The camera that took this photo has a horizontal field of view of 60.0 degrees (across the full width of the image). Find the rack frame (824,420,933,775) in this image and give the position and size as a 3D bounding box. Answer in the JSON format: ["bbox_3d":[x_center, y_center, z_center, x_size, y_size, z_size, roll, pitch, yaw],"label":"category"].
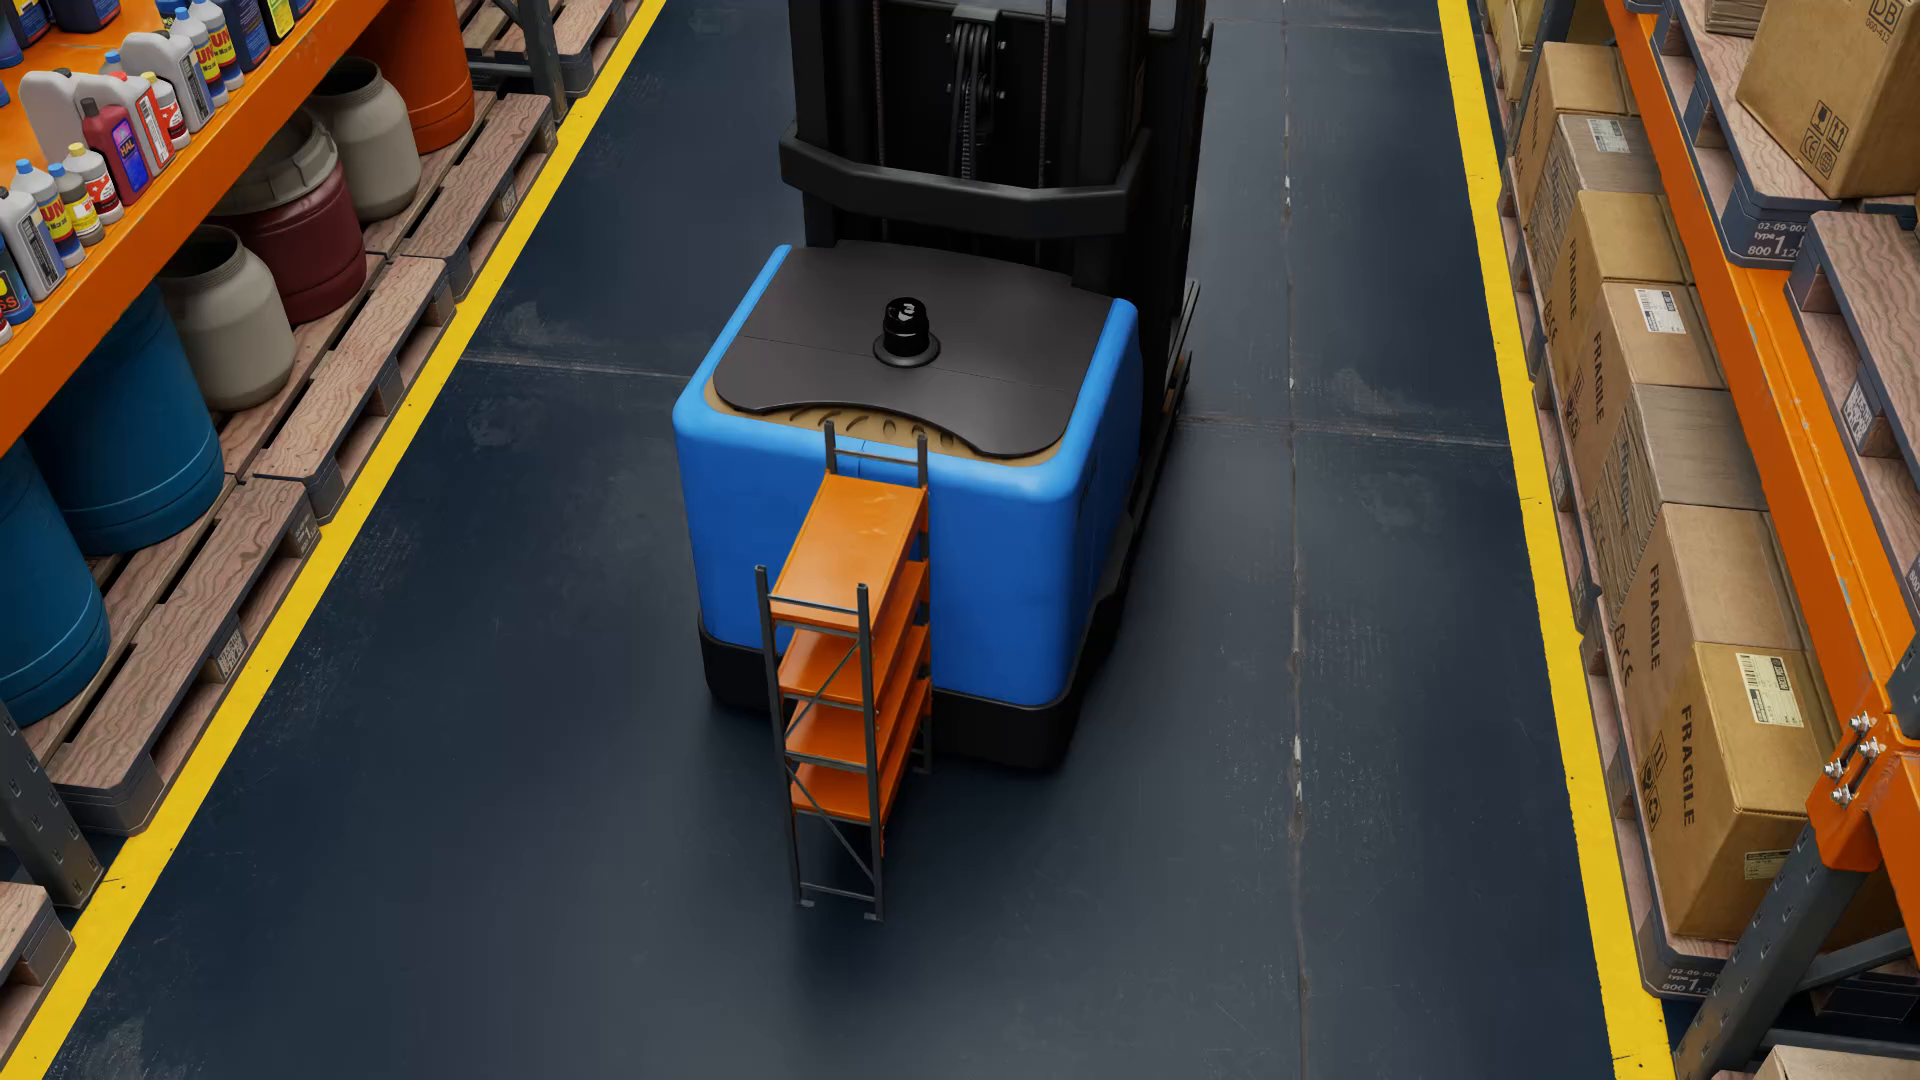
[{"bbox_3d":[-0.193,0.186,4.181,0.240,1.200,0.015,9,44,10],"label":"rack frame"}]

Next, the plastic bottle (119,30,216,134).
[{"bbox_3d":[-2.138,-1.253,4.482,0.152,0.276,0.135,5,44,6],"label":"plastic bottle"}]

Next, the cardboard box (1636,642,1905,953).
[{"bbox_3d":[1.961,0.610,3.922,0.500,0.500,0.500,5,44,5],"label":"cardboard box"}]

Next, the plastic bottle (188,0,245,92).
[{"bbox_3d":[-2.083,-1.394,4.634,0.097,0.271,0.097,0,43,0],"label":"plastic bottle"}]

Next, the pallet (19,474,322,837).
[{"bbox_3d":[-2.587,0.262,4.819,1.003,0.211,1.213,5,44,6],"label":"pallet"}]

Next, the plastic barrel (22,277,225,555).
[{"bbox_3d":[-2.548,-0.470,4.786,0.600,0.901,0.708,5,44,6],"label":"plastic barrel"}]

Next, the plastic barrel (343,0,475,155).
[{"bbox_3d":[-2.249,-1.984,6.436,0.600,0.830,0.708,5,44,6],"label":"plastic barrel"}]

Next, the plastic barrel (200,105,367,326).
[{"bbox_3d":[-2.398,-1.126,5.706,0.600,0.588,0.708,5,44,6],"label":"plastic barrel"}]

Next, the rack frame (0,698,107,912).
[{"bbox_3d":[-2.730,-0.228,3.309,1.000,3.000,0.127,5,44,6],"label":"rack frame"}]

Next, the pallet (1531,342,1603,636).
[{"bbox_3d":[2.408,-0.154,5.260,1.003,0.211,1.213,5,44,6],"label":"pallet"}]

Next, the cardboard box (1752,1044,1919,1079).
[{"bbox_3d":[1.909,1.308,3.323,0.500,0.311,0.500,5,44,6],"label":"cardboard box"}]

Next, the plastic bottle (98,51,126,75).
[{"bbox_3d":[-2.264,-1.225,4.506,0.097,0.201,0.097,0,43,0],"label":"plastic bottle"}]

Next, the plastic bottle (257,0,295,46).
[{"bbox_3d":[-2.025,-1.602,4.845,0.061,0.283,0.133,5,44,6],"label":"plastic bottle"}]

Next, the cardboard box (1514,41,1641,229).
[{"bbox_3d":[2.365,-1.469,6.118,0.500,0.500,0.500,7,44,7],"label":"cardboard box"}]

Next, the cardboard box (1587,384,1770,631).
[{"bbox_3d":[2.101,-0.068,4.638,0.500,0.500,0.500,6,44,6],"label":"cardboard box"}]

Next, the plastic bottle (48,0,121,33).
[{"bbox_3d":[-2.619,-1.695,4.894,0.144,0.351,0.185,5,44,6],"label":"plastic bottle"}]

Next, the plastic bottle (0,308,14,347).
[{"bbox_3d":[-2.244,-0.538,3.781,0.097,0.201,0.097,0,43,0],"label":"plastic bottle"}]

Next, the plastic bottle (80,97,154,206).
[{"bbox_3d":[-2.141,-1.002,4.212,0.061,0.283,0.133,5,44,6],"label":"plastic bottle"}]

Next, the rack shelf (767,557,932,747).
[{"bbox_3d":[-0.250,0.235,3.901,0.258,0.148,0.480,9,44,10],"label":"rack shelf"}]

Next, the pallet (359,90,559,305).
[{"bbox_3d":[-2.264,-1.401,6.576,1.003,0.211,1.213,5,44,6],"label":"pallet"}]

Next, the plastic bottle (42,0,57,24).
[{"bbox_3d":[-2.762,-1.698,4.952,0.152,0.276,0.135,5,44,6],"label":"plastic bottle"}]

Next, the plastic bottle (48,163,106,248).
[{"bbox_3d":[-2.187,-0.829,4.088,0.097,0.201,0.097,0,43,0],"label":"plastic bottle"}]

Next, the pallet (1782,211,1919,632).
[{"bbox_3d":[2.393,-0.240,3.462,1.003,0.211,1.213,5,44,6],"label":"pallet"}]

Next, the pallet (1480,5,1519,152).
[{"bbox_3d":[2.856,-2.046,7.258,1.003,0.211,1.213,5,44,6],"label":"pallet"}]

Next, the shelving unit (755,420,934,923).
[{"bbox_3d":[-0.250,0.349,4.008,0.258,1.200,0.503,9,44,10],"label":"shelving unit"}]

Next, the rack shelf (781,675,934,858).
[{"bbox_3d":[-0.251,0.542,4.191,0.258,0.148,0.480,9,44,10],"label":"rack shelf"}]

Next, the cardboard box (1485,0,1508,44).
[{"bbox_3d":[2.601,-2.388,7.285,0.500,0.250,0.500,5,44,5],"label":"cardboard box"}]

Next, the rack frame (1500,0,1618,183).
[{"bbox_3d":[2.708,-2.501,5.710,1.000,3.000,0.127,5,44,6],"label":"rack frame"}]

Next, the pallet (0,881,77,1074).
[{"bbox_3d":[-2.789,1.289,3.735,1.003,0.211,1.213,5,44,6],"label":"pallet"}]

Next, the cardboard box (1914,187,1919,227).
[{"bbox_3d":[2.492,-0.741,3.473,0.700,0.500,0.500,12,45,12],"label":"cardboard box"}]

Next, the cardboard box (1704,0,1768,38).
[{"bbox_3d":[2.426,-1.645,4.427,0.700,0.500,0.500,13,45,13],"label":"cardboard box"}]

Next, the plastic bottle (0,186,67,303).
[{"bbox_3d":[-2.243,-0.713,3.912,0.152,0.276,0.135,5,44,6],"label":"plastic bottle"}]

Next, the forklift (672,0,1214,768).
[{"bbox_3d":[0.170,-1.478,4.680,1.130,2.935,3.031,11,45,11],"label":"forklift"}]

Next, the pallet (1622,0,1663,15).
[{"bbox_3d":[2.688,-1.963,5.281,1.213,0.211,1.003,5,44,6],"label":"pallet"}]

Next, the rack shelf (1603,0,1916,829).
[{"bbox_3d":[2.444,-0.877,4.518,1.077,0.370,4.000,5,44,6],"label":"rack shelf"}]

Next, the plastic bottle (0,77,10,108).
[{"bbox_3d":[-2.709,-1.323,4.559,0.097,0.271,0.097,0,43,0],"label":"plastic bottle"}]

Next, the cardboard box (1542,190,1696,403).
[{"bbox_3d":[2.230,-0.771,5.380,0.500,0.500,0.500,5,44,5],"label":"cardboard box"}]
